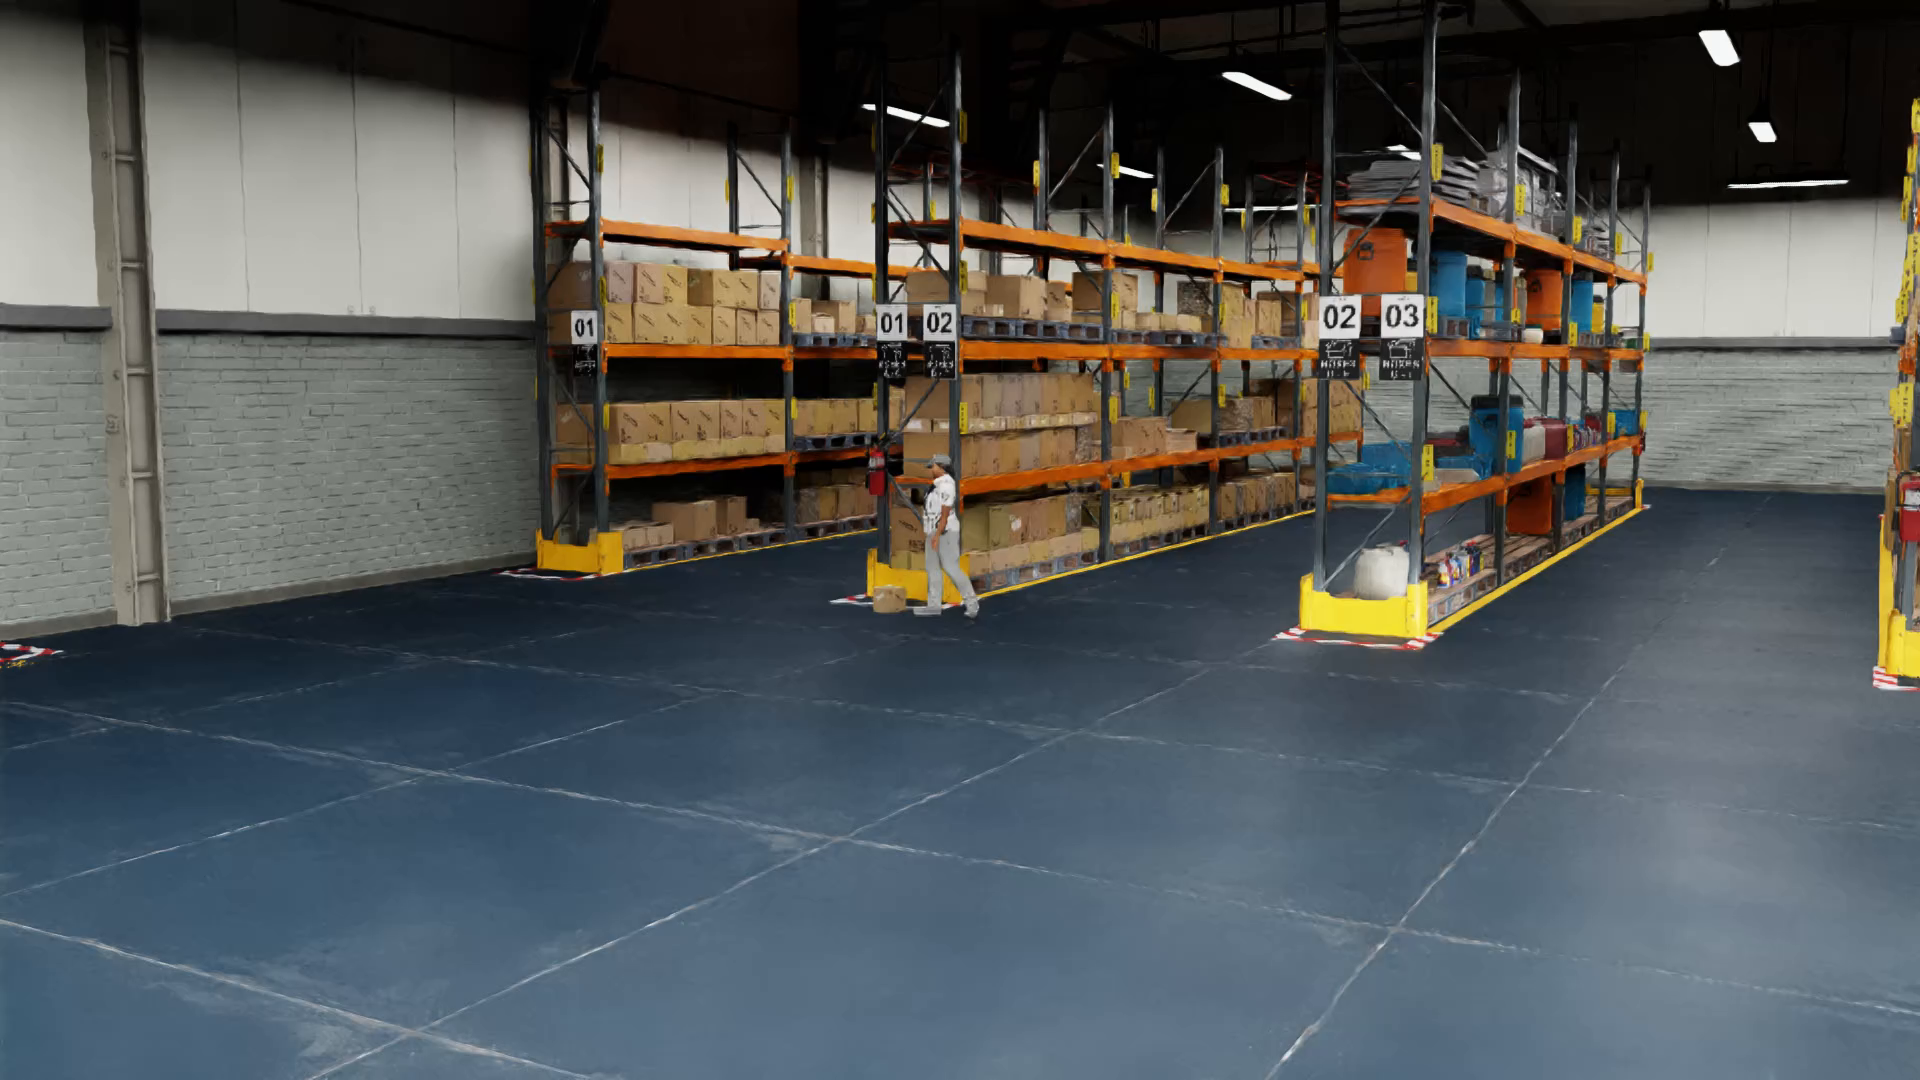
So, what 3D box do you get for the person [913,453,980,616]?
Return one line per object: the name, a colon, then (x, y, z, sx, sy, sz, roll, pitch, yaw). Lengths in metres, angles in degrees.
person: (-0.137, -0.053, 16.905, 0.662, 1.655, 0.605, -1, 6, -9)
